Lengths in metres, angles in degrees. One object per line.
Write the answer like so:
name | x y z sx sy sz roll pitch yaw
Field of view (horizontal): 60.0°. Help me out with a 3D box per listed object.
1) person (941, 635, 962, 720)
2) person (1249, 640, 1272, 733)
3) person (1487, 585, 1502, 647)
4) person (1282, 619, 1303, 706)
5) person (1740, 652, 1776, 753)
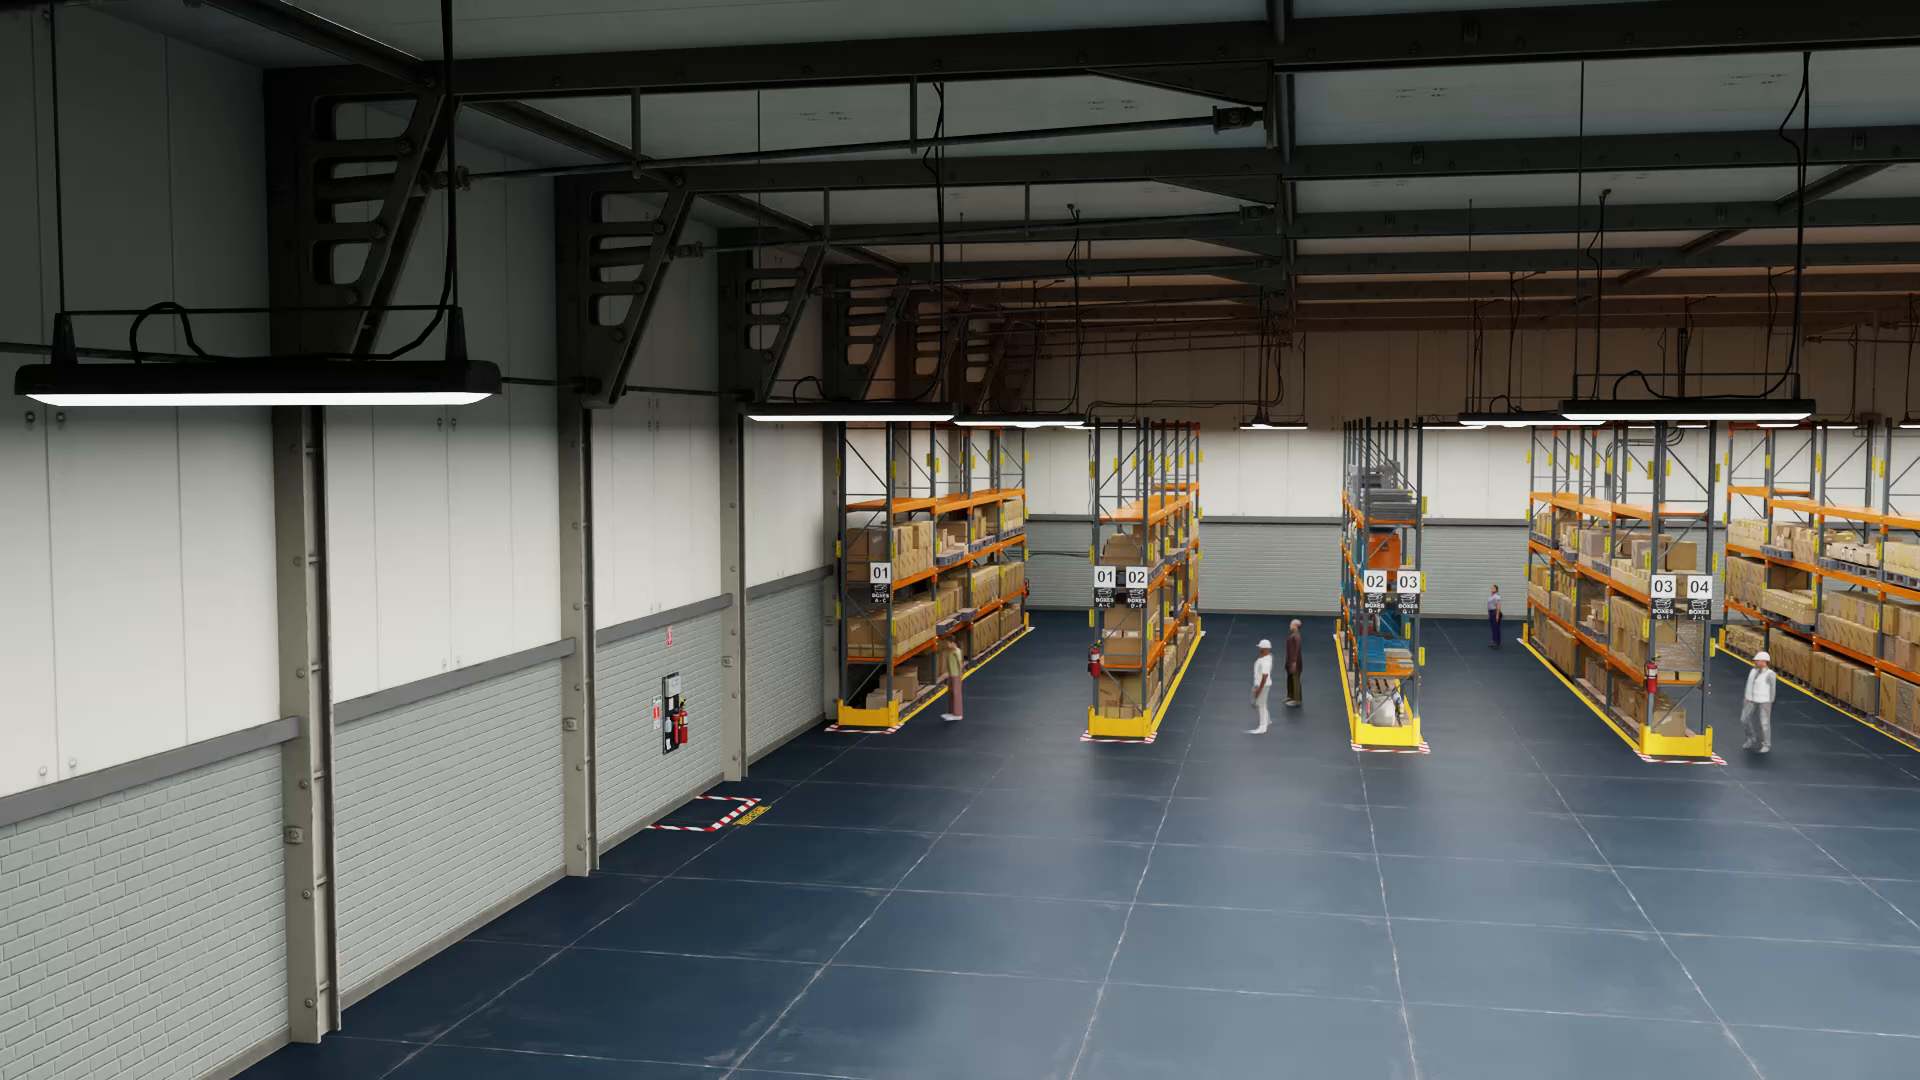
person | -0.154 2.731 33.138 0.402 1.673 0.534 -1 4 -19
person | 5.746 2.774 31.710 0.479 1.766 0.669 0 4 -3
person | 14.263 2.017 44.415 0.369 1.653 0.505 1 4 8
person | 6.988 2.559 34.919 0.416 1.787 0.612 0 4 -8
person | 14.322 2.894 29.821 0.414 1.792 0.576 -3 5 -36
